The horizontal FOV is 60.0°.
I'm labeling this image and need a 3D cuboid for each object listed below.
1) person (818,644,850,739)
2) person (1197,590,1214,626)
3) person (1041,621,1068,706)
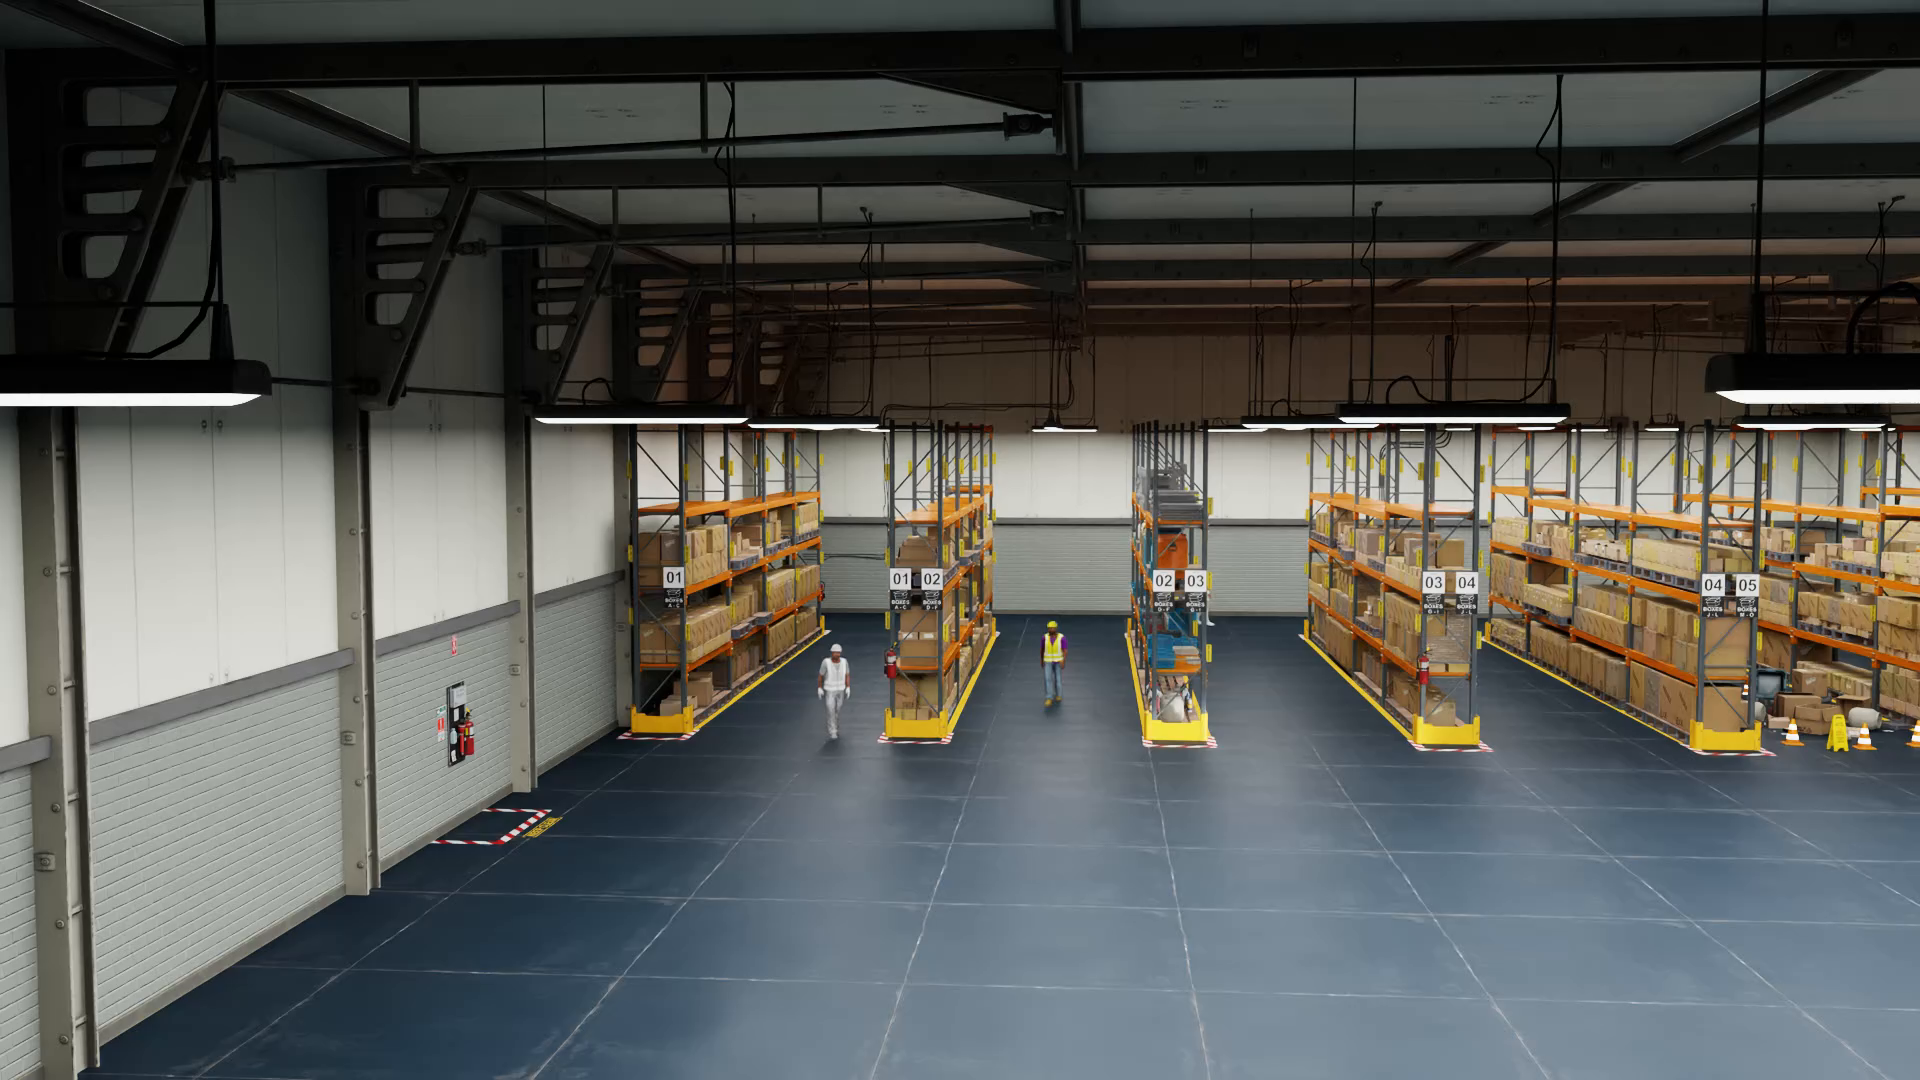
[{"bbox_3d":[-2.352,2.834,31.475,0.575,1.732,0.956,-2,4,-29],"label":"person"},{"bbox_3d":[7.325,1.666,49.954,0.761,1.770,0.652,2,4,28],"label":"person"},{"bbox_3d":[1.986,2.600,35.338,0.592,1.738,0.899,1,4,10],"label":"person"}]
